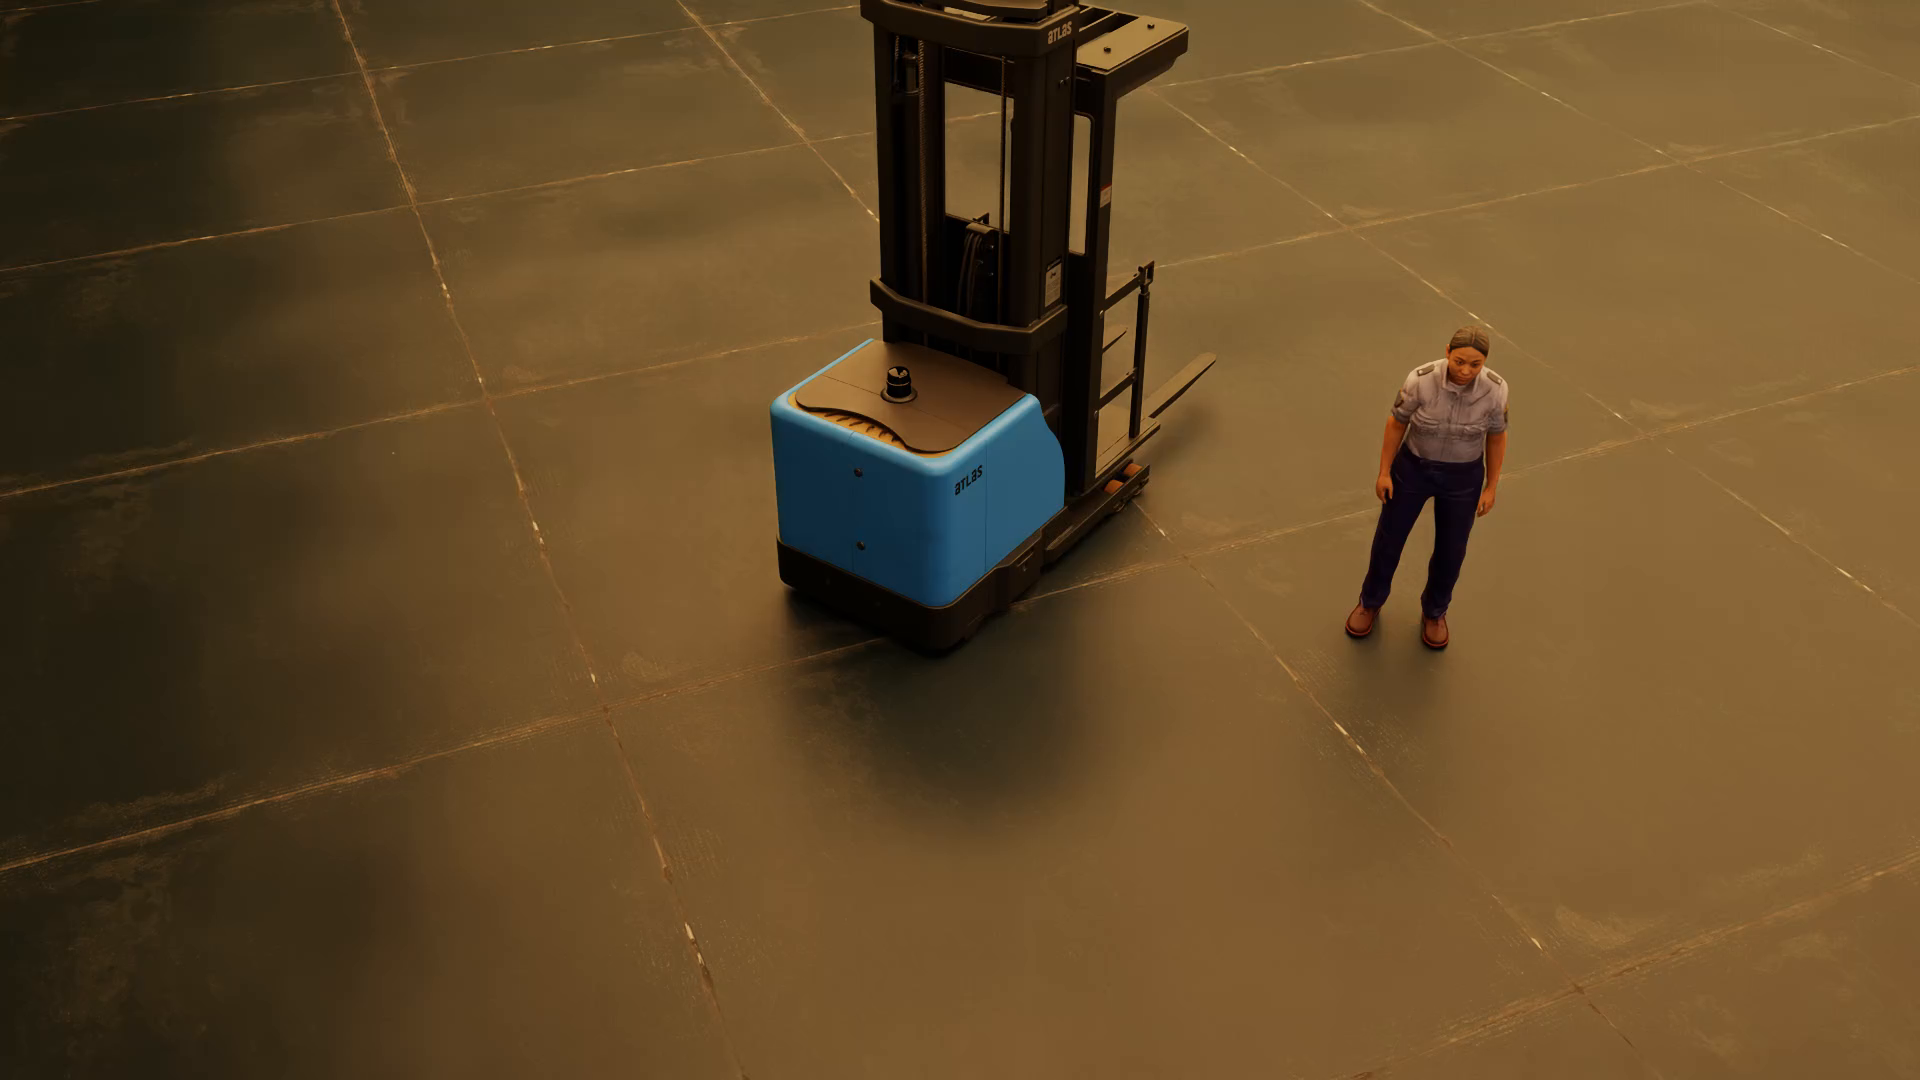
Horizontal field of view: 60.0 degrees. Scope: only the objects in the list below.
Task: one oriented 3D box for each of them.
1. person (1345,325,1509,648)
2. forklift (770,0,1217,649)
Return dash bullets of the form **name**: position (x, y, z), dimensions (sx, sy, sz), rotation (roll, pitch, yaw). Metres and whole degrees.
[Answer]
- **person**: position (2.160, -0.271, 7.585), dimensions (0.562, 1.652, 0.366), rotation (9, 36, 12)
- **forklift**: position (0.364, -1.492, 8.197), dimensions (1.130, 2.935, 3.031), rotation (22, 41, 28)
